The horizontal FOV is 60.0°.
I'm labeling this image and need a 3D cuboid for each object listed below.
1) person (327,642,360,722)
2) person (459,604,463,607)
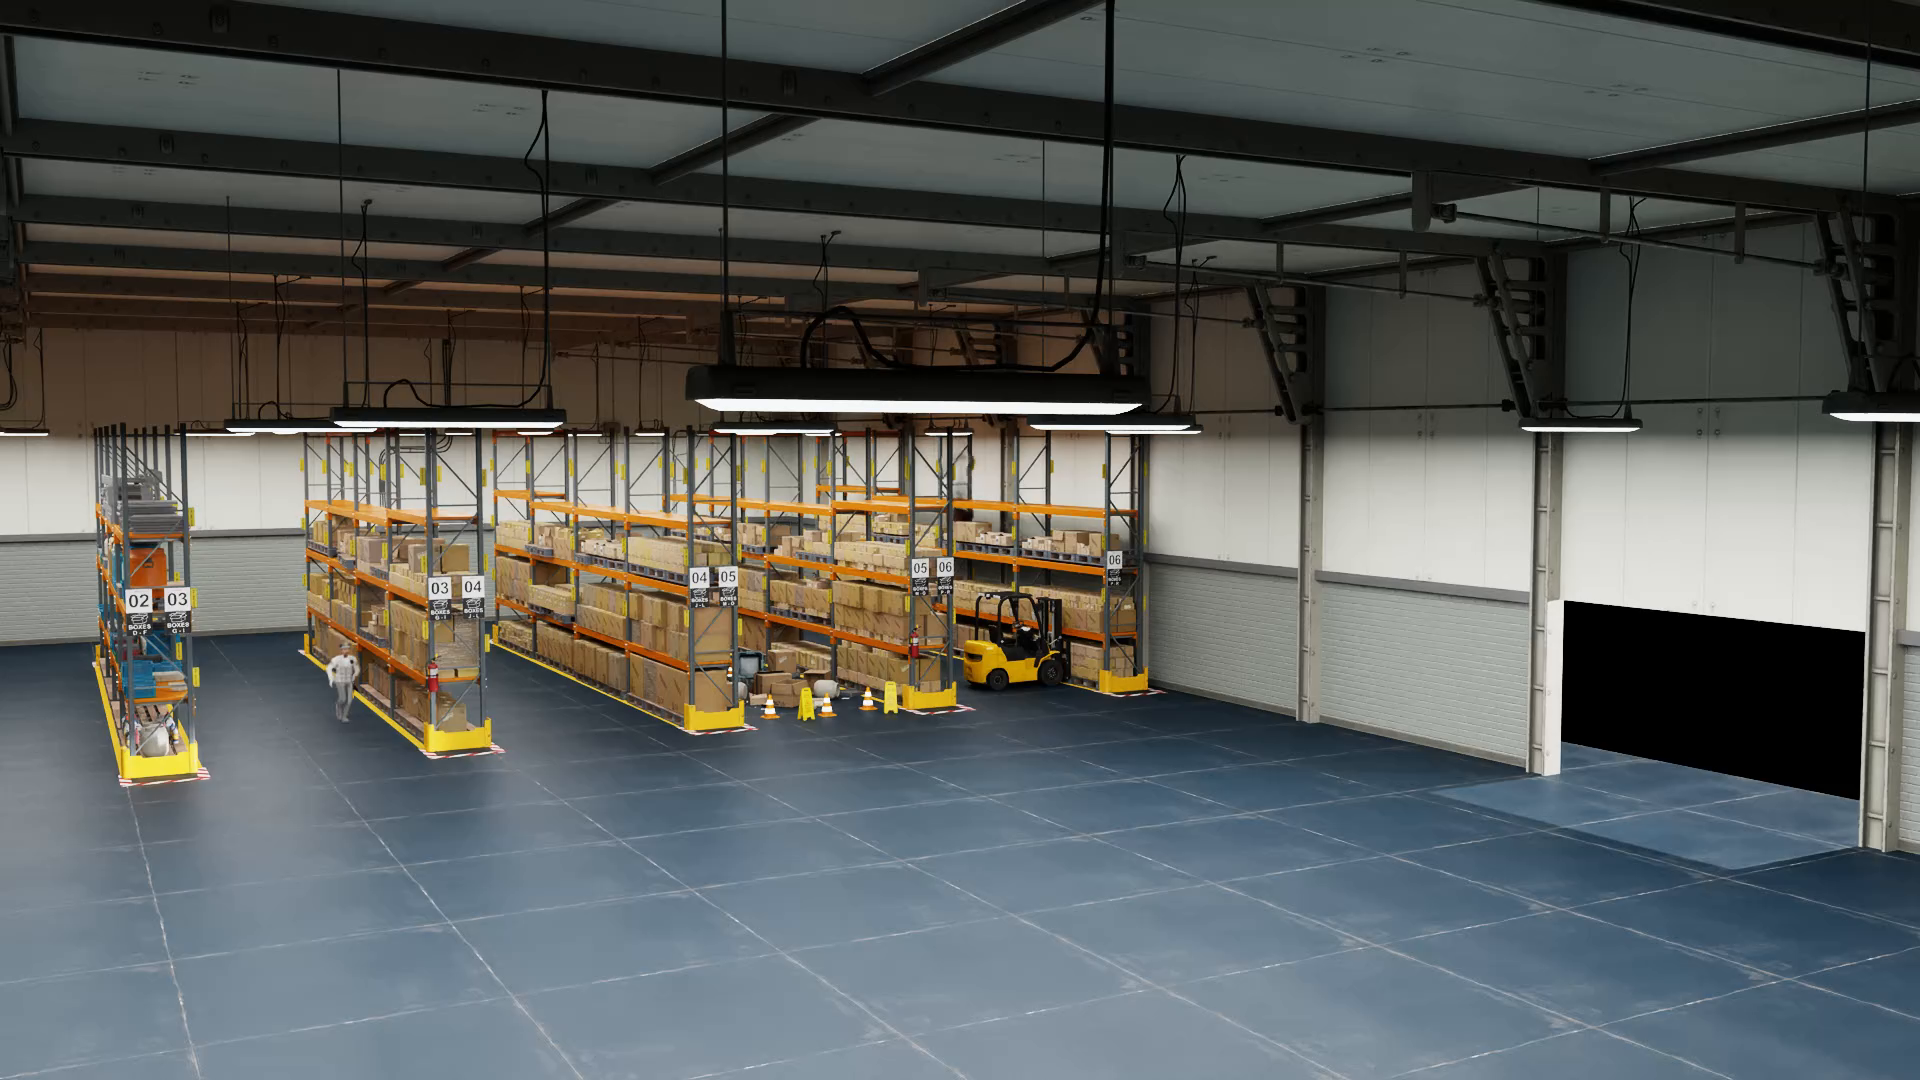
[{"bbox_3d":[-12.364,2.866,33.434,0.600,1.638,0.630,-2,4,-35],"label":"person"},{"bbox_3d":[-12.803,2.281,42.806,0.708,1.765,0.824,-3,4,-37],"label":"person"}]
